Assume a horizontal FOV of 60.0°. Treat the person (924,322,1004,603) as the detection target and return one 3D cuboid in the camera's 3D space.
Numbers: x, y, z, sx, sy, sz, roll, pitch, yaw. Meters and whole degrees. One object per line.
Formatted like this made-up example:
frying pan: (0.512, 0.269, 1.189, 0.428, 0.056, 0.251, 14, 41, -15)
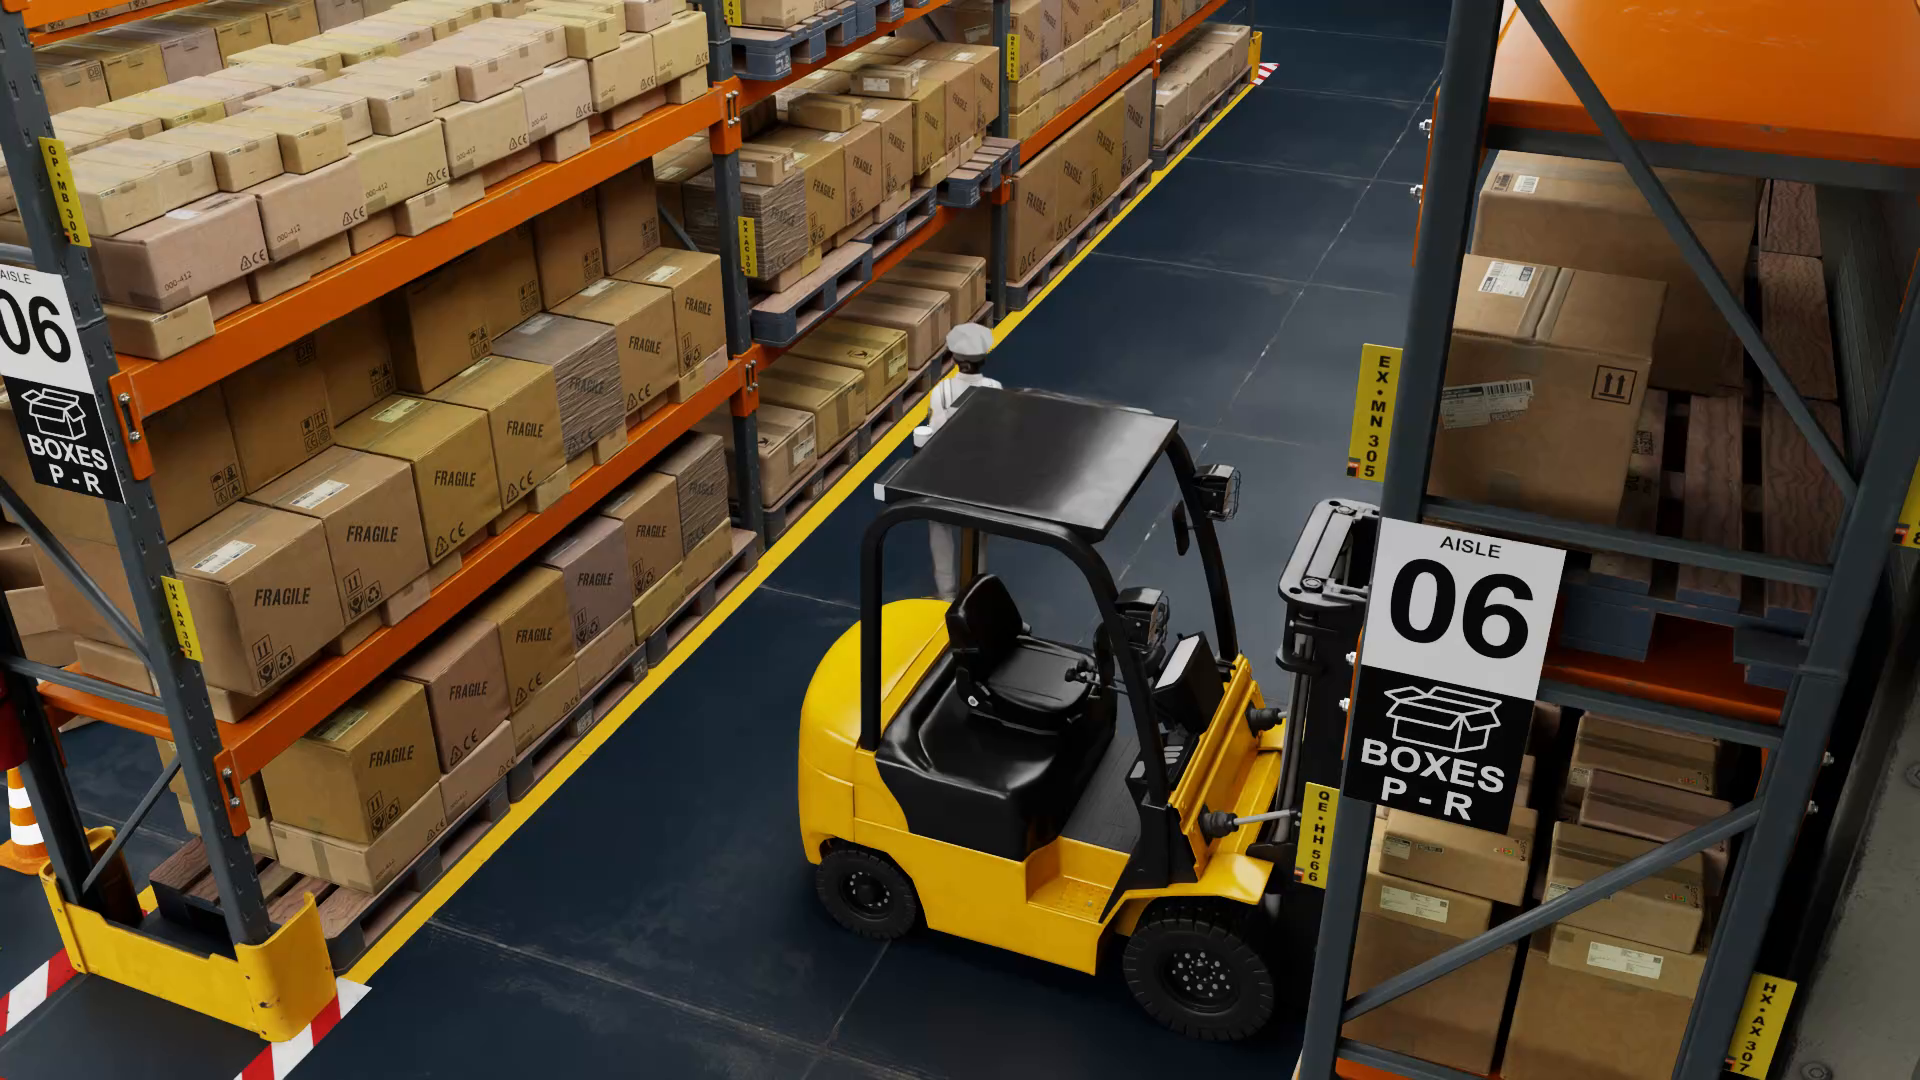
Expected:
person: (0.032, -0.313, 8.903, 0.477, 1.675, 0.510, -1, 30, -2)
